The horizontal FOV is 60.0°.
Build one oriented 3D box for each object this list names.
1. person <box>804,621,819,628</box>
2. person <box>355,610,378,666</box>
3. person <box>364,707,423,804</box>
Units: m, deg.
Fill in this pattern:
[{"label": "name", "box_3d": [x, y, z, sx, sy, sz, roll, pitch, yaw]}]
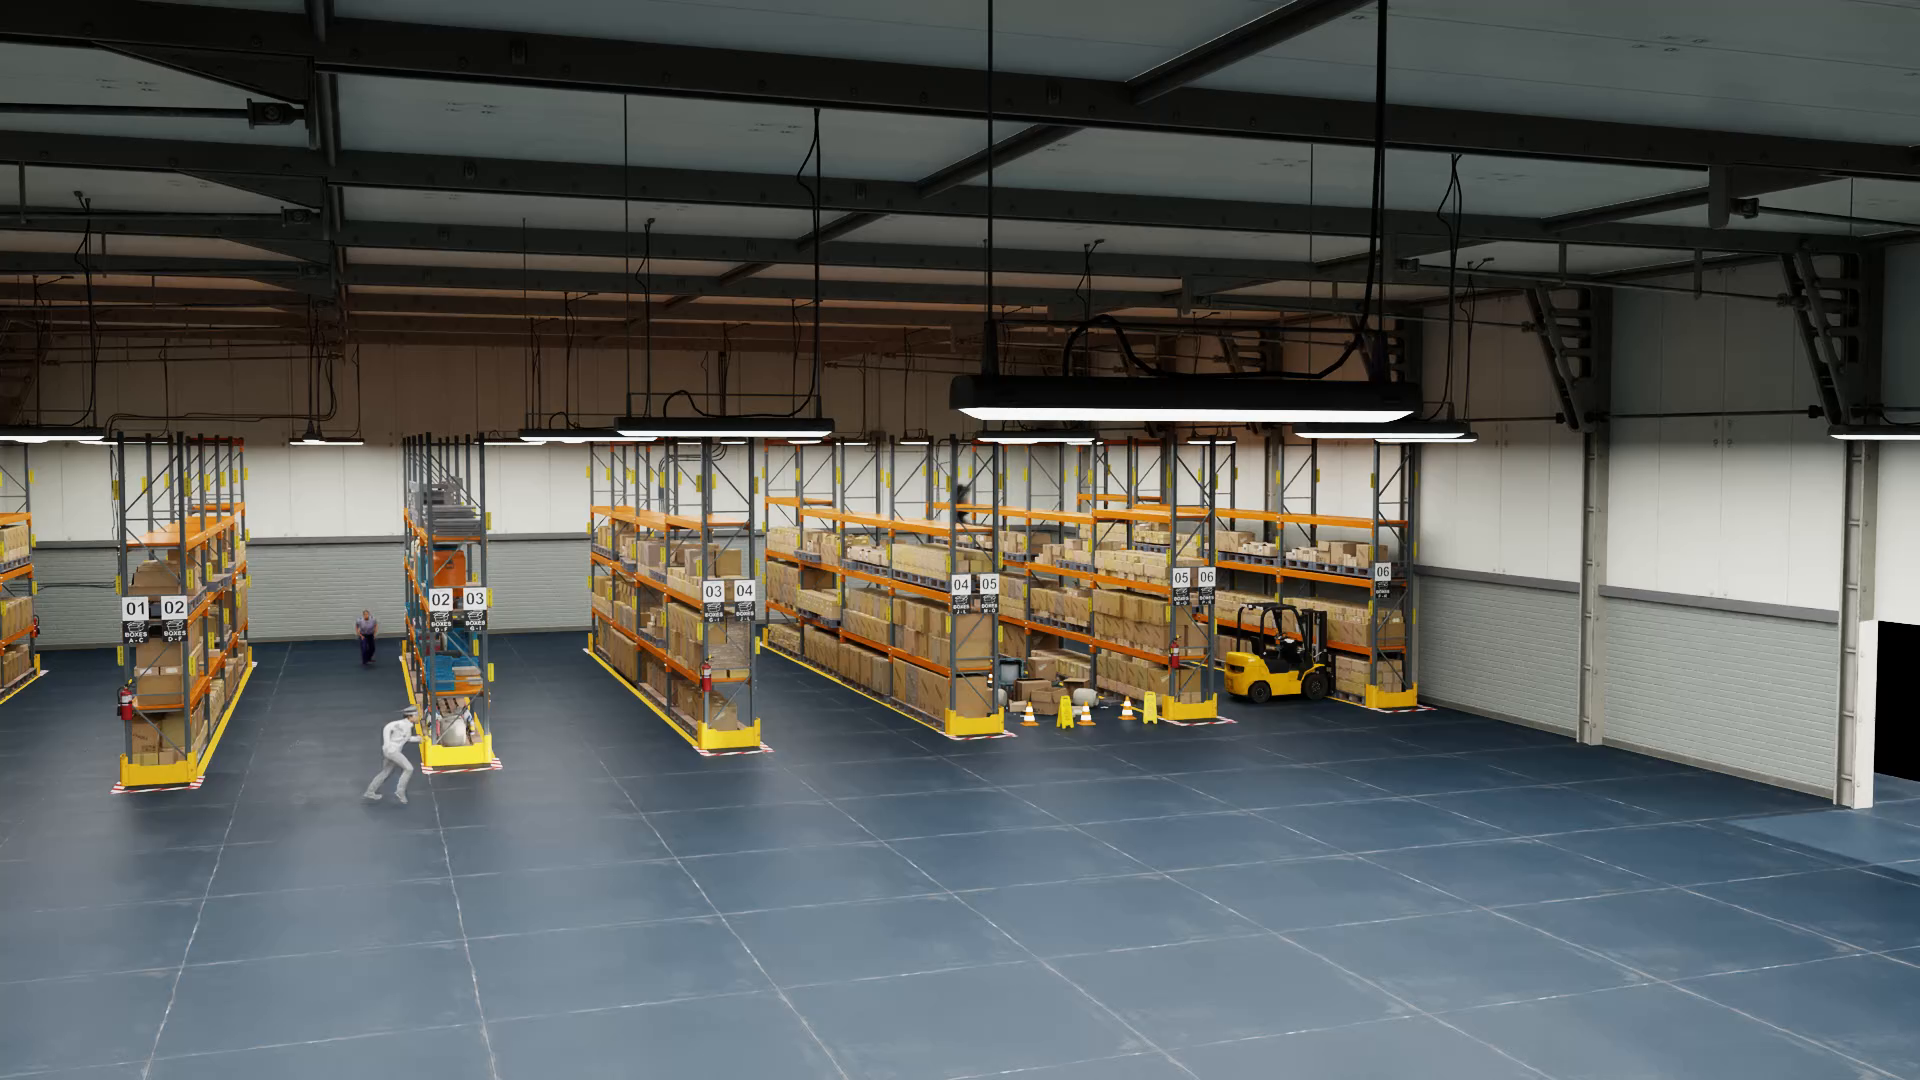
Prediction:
[{"label": "person", "box_3d": [-4.554, 2.100, 50.350, 0.616, 1.712, 0.864, 2, 4, 35]}, {"label": "person", "box_3d": [-15.615, 2.552, 43.751, 0.642, 1.501, 0.833, -3, 4, -39]}, {"label": "person", "box_3d": [-9.133, 3.482, 26.748, 0.942, 1.594, 0.662, 0, 3, -4]}]
